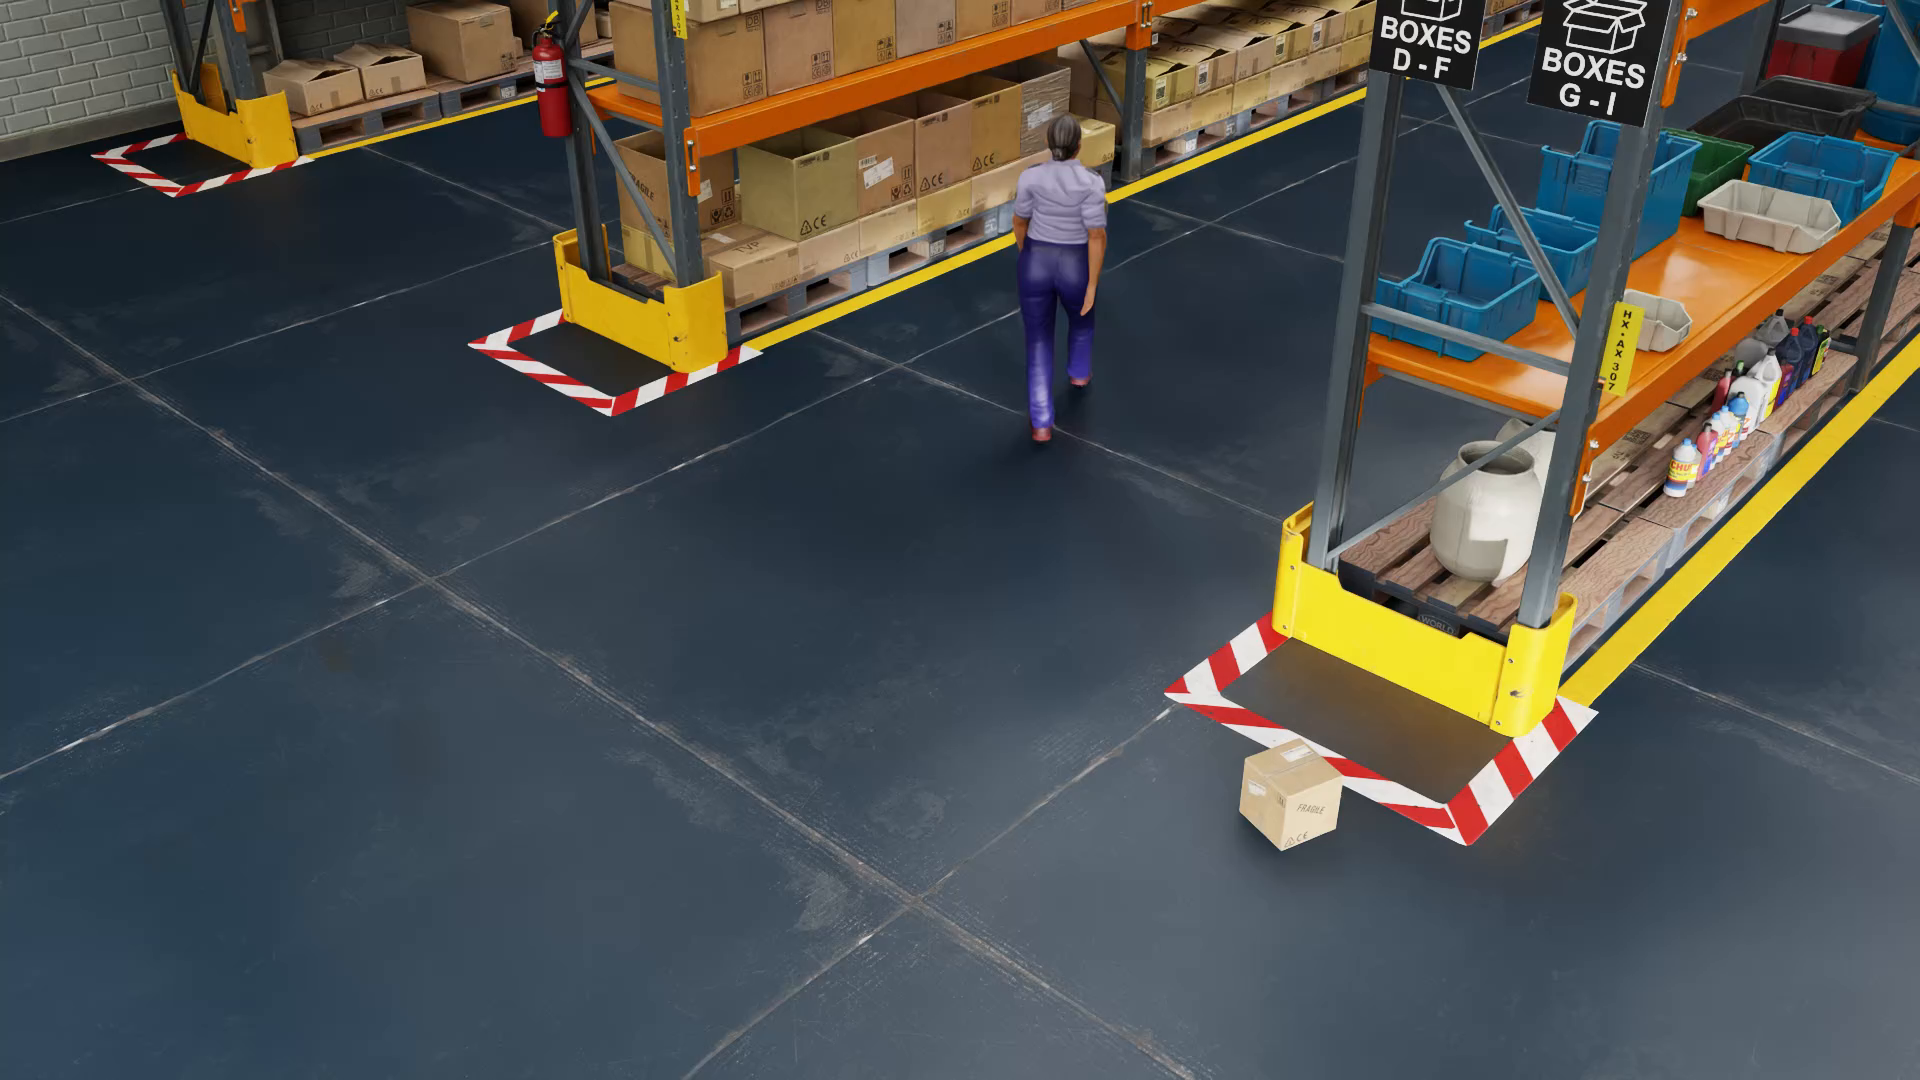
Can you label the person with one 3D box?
[{"bbox_3d":[0.498,-1.396,8.410,0.474,1.592,0.929,3,32,4],"label":"person"}]
